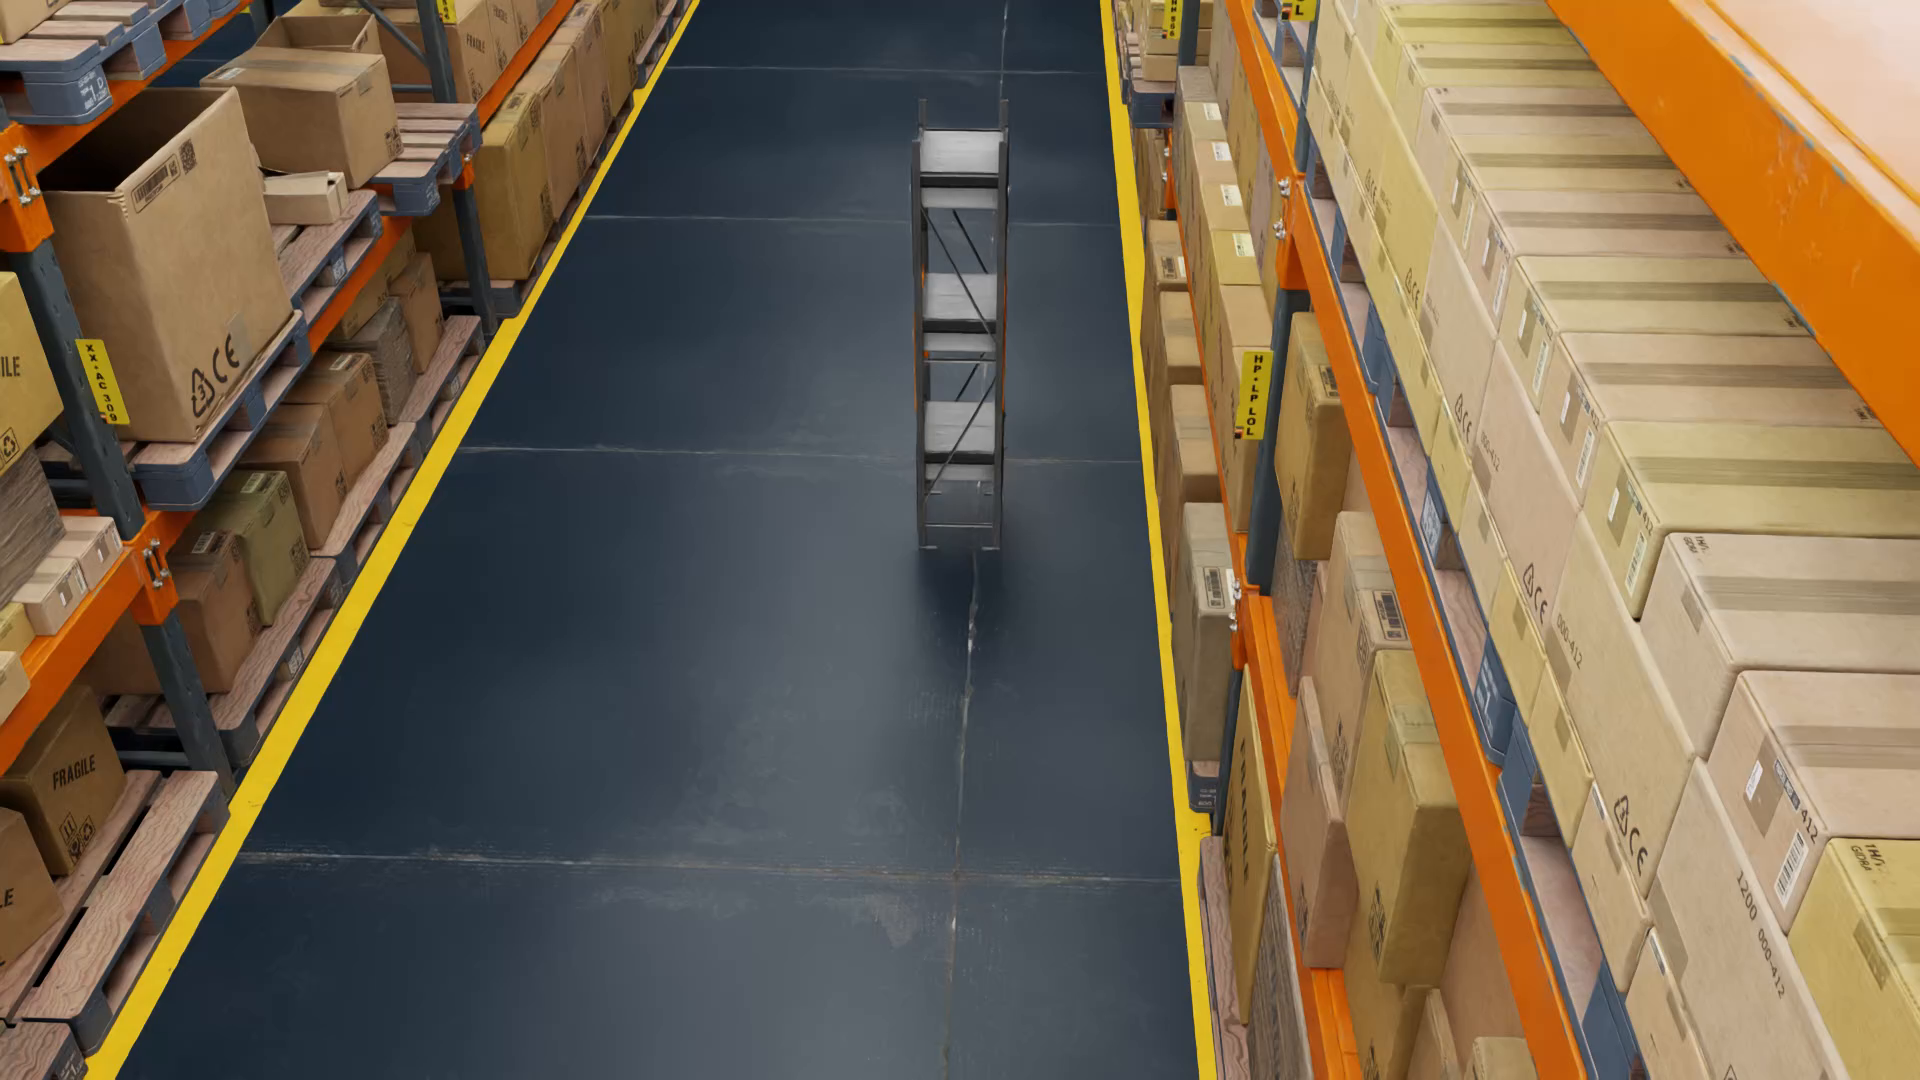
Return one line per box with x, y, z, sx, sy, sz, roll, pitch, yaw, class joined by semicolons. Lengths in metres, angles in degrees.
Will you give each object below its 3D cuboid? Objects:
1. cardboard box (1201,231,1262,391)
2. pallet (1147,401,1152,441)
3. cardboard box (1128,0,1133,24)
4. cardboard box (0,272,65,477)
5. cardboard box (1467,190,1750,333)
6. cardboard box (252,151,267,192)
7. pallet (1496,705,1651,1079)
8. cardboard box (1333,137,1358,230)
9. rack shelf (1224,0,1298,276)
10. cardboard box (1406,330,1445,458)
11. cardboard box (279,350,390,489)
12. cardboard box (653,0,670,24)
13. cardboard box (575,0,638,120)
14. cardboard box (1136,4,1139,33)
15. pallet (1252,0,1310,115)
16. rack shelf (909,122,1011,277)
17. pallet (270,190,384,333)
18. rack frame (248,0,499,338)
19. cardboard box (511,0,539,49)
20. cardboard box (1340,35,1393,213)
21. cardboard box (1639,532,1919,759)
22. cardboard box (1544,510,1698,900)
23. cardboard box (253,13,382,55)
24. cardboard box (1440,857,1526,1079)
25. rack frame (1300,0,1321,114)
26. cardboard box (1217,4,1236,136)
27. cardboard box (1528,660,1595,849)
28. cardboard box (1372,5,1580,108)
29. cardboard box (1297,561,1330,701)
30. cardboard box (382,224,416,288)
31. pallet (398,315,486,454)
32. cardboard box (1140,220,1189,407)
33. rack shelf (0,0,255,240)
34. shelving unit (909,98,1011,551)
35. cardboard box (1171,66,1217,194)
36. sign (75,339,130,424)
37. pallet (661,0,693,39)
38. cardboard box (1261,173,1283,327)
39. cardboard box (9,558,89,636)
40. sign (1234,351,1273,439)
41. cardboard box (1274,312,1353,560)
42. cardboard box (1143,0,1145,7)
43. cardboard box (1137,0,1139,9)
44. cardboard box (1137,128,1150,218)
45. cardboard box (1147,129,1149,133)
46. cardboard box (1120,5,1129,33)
1.288;-0.945;6.899;0.500;0.500;0.500;2;35;2;cardboard box
1.547;-0.723;9.096;1.003;0.211;1.213;1;35;2;pallet
1.540;-4.221;13.243;0.380;0.149;0.250;2;35;2;cardboard box
-3.202;-0.497;5.133;0.500;0.500;0.500;1;35;2;cardboard box
1.069;-0.460;2.760;0.380;0.149;0.250;2;35;2;cardboard box
-3.481;-1.402;7.181;0.797;0.503;0.637;5;35;7;cardboard box
1.352;0.663;2.166;1.003;0.211;1.213;1;35;2;pallet
1.119;-0.861;4.024;0.380;0.149;0.250;1;35;2;cardboard box
1.574;-2.099;6.645;1.077;0.370;4.000;1;35;2;rack shelf
1.078;-0.279;3.196;0.380;0.149;0.250;2;35;2;cardboard box
-3.330;-0.615;8.308;0.700;0.500;0.500;4;35;6;cardboard box
-2.994;-4.983;14.214;0.875;0.875;0.875;1;35;2;cardboard box
-3.143;-3.721;12.418;1.225;0.875;0.875;1;35;2;cardboard box
1.250;-3.112;9.923;0.380;0.149;0.250;1;35;1;cardboard box
1.481;-1.694;5.610;0.805;0.209;1.217;0;35;0;pallet
0.007;-1.516;7.387;0.431;0.518;0.480;1;35;2;rack shelf
-3.336;-1.271;7.617;1.003;0.211;1.213;1;35;2;pallet
-3.298;-2.488;9.182;1.000;3.000;0.127;1;35;2;rack frame
-2.971;-3.393;10.382;0.500;0.500;0.500;1;35;1;cardboard box
1.175;-0.953;3.808;0.500;0.250;0.500;1;35;2;cardboard box
1.029;0.125;1.927;0.380;0.149;0.250;2;35;3;cardboard box
1.094;0.205;2.160;0.500;0.250;0.500;1;35;2;cardboard box
-3.279;-2.390;8.589;0.500;0.500;0.500;-3;35;-4;cardboard box
1.475;0.929;3.250;0.875;0.550;0.550;1;35;2;cardboard box
1.493;-2.472;3.941;1.000;3.000;0.127;1;35;2;rack frame
1.607;-2.217;7.839;0.700;0.500;0.500;1;35;1;cardboard box
1.039;0.307;2.362;0.380;0.149;0.250;2;35;2;cardboard box
1.110;-1.042;3.587;0.380;0.149;0.250;1;35;1;cardboard box
1.491;0.450;4.870;0.875;0.550;0.550;1;35;2;cardboard box
-3.295;-1.567;9.009;0.500;0.250;0.500;3;35;4;cardboard box
-3.331;-0.898;9.345;1.003;0.211;1.213;1;35;2;pallet
1.540;-1.219;8.967;1.050;0.750;0.750;1;35;1;cardboard box
-3.378;-2.272;6.891;1.077;0.370;4.000;1;35;2;rack shelf
0.007;-0.954;7.782;0.431;2.100;0.503;1;35;2;shelving unit
1.366;-2.105;8.549;0.500;0.500;0.500;2;35;2;cardboard box
-2.916;-0.536;5.651;0.100;0.325;0.005;1;35;2;sign
-2.982;-4.783;14.872;1.003;0.211;1.213;1;35;2;pallet
1.526;-1.048;6.176;0.700;0.500;0.500;1;35;1;cardboard box
-3.193;0.187;5.594;0.380;0.149;0.250;1;35;2;cardboard box
0.951;-0.466;5.366;0.100;0.325;0.005;1;35;2;sign
1.444;-0.309;5.012;0.875;0.550;0.550;1;35;2;cardboard box
1.228;-3.064;9.337;0.380;0.149;0.250;1;35;1;cardboard box
1.247;-3.249;9.859;0.380;0.149;0.250;1;35;2;cardboard box
1.449;-2.451;10.938;0.500;0.500;0.500;0;35;0;cardboard box
1.465;-2.752;10.714;0.500;0.250;0.500;2;35;3;cardboard box
1.501;-4.239;13.529;0.380;0.149;0.250;0;35;0;cardboard box
